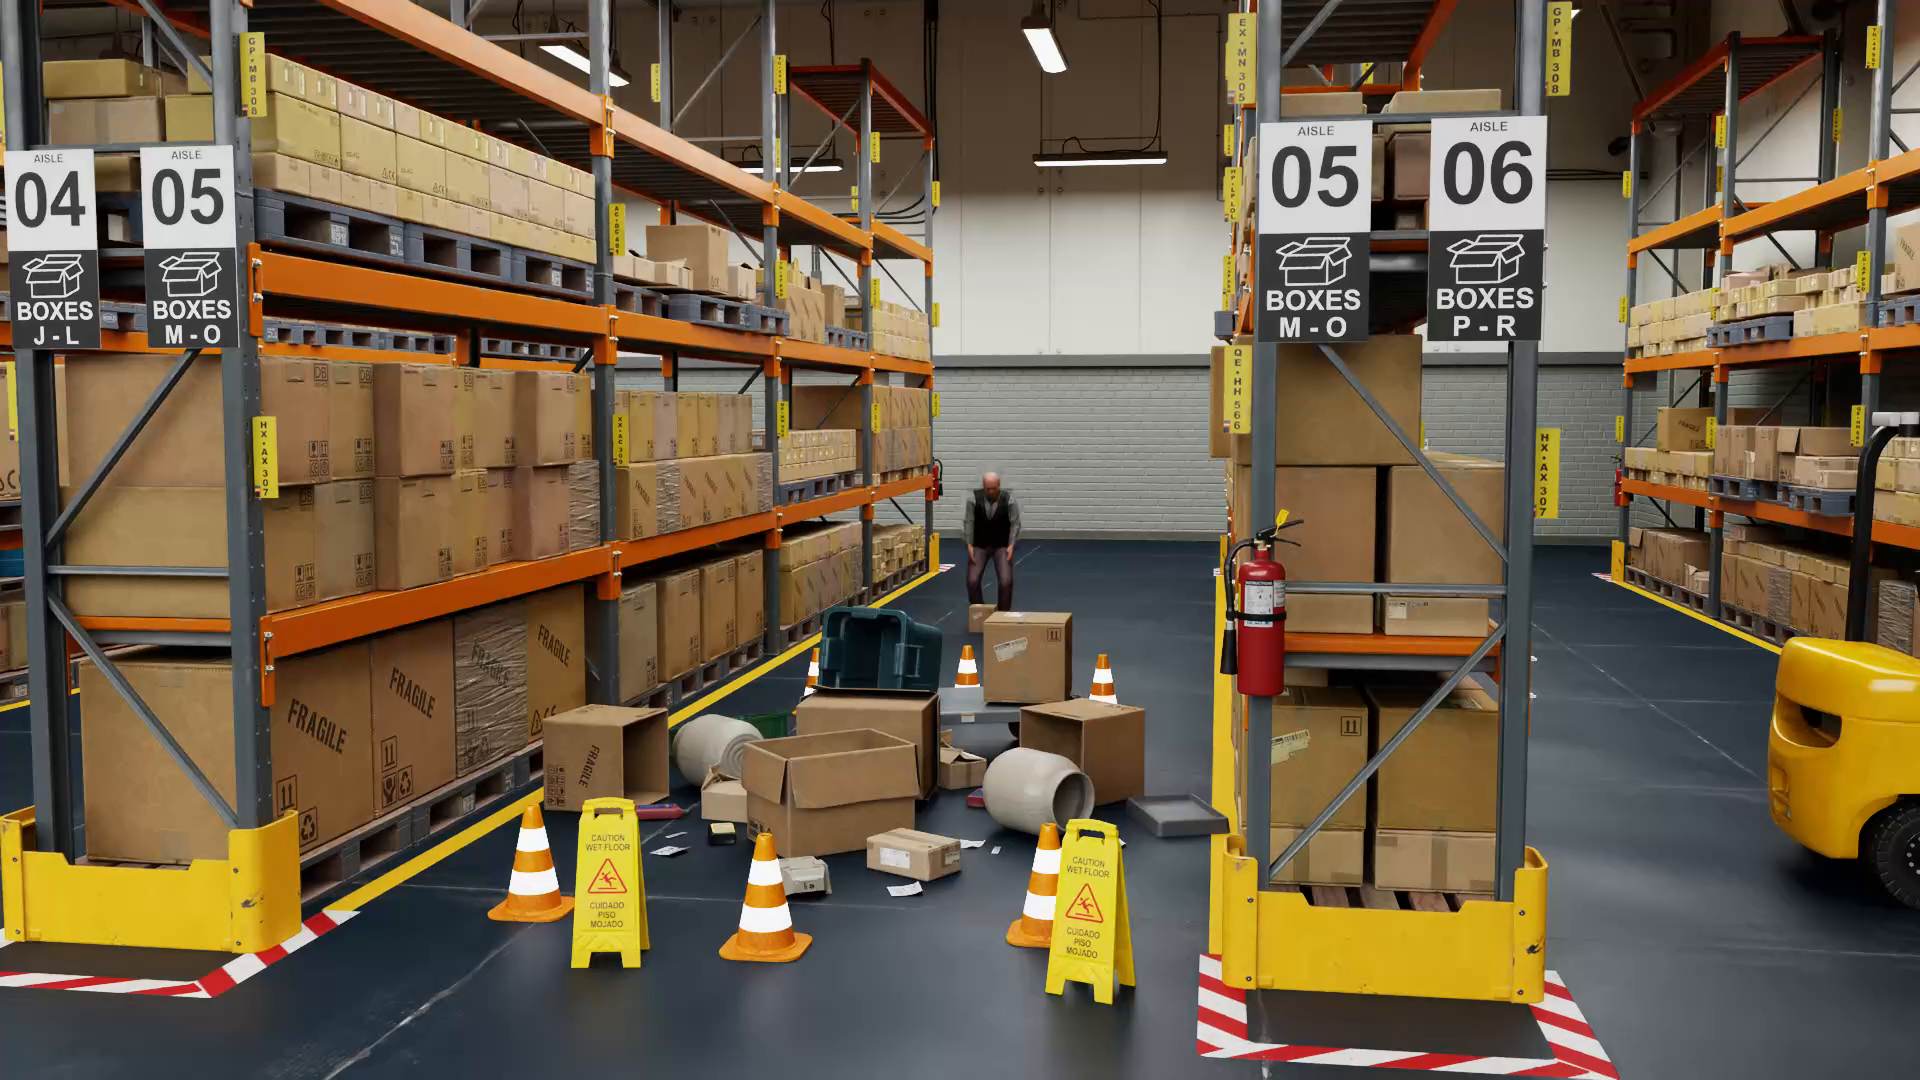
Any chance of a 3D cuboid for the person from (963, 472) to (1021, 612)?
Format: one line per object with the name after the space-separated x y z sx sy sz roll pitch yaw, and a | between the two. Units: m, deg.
0.334 0.089 16.764 0.583 1.560 0.579 1 4 9 | person
